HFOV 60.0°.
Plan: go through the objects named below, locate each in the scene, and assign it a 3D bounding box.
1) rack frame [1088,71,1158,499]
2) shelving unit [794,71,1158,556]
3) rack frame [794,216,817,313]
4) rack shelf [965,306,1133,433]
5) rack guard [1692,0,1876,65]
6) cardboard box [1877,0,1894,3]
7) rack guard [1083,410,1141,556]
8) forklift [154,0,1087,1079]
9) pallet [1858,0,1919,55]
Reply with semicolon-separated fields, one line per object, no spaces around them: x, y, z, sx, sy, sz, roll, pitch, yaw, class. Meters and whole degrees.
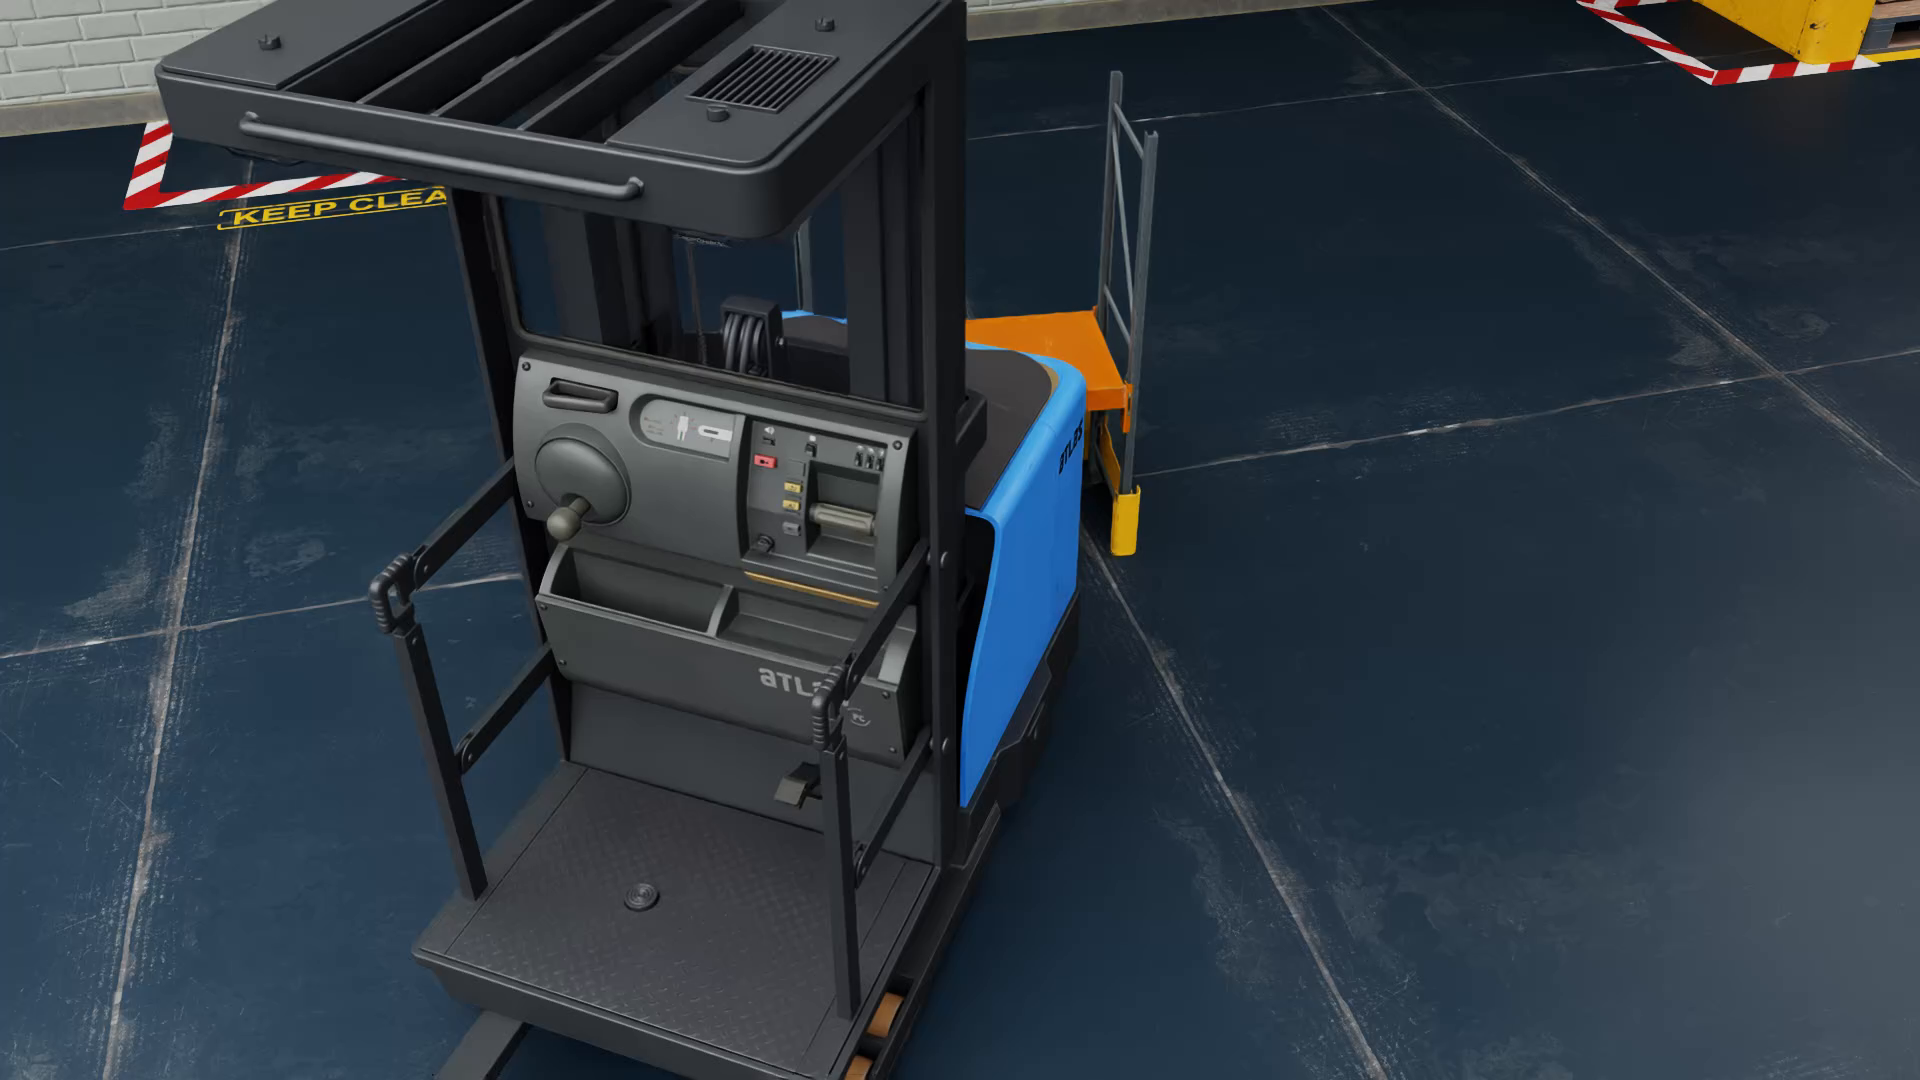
0.522;-0.721;5.458;0.032;1.500;0.500;-5;38;-7;rack frame
0.029;-0.675;5.398;1.083;1.500;0.587;-5;38;-7;shelving unit
-0.483;-0.628;5.337;0.032;1.500;0.500;-5;38;-7;rack frame
0.020;-0.532;5.507;1.000;0.185;0.538;-5;38;-7;rack shelf
4.691;-3.184;9.500;0.348;0.500;1.175;-9;38;-12;rack guard
5.309;-3.328;9.482;0.500;0.311;0.500;-14;39;-17;cardboard box
0.521;-0.224;5.837;0.087;0.250;0.587;-5;38;-7;rack guard
-0.622;-0.070;3.429;1.130;2.935;3.031;13;39;16;forklift
5.484;-3.177;9.729;1.213;0.211;1.003;-9;38;-12;pallet
